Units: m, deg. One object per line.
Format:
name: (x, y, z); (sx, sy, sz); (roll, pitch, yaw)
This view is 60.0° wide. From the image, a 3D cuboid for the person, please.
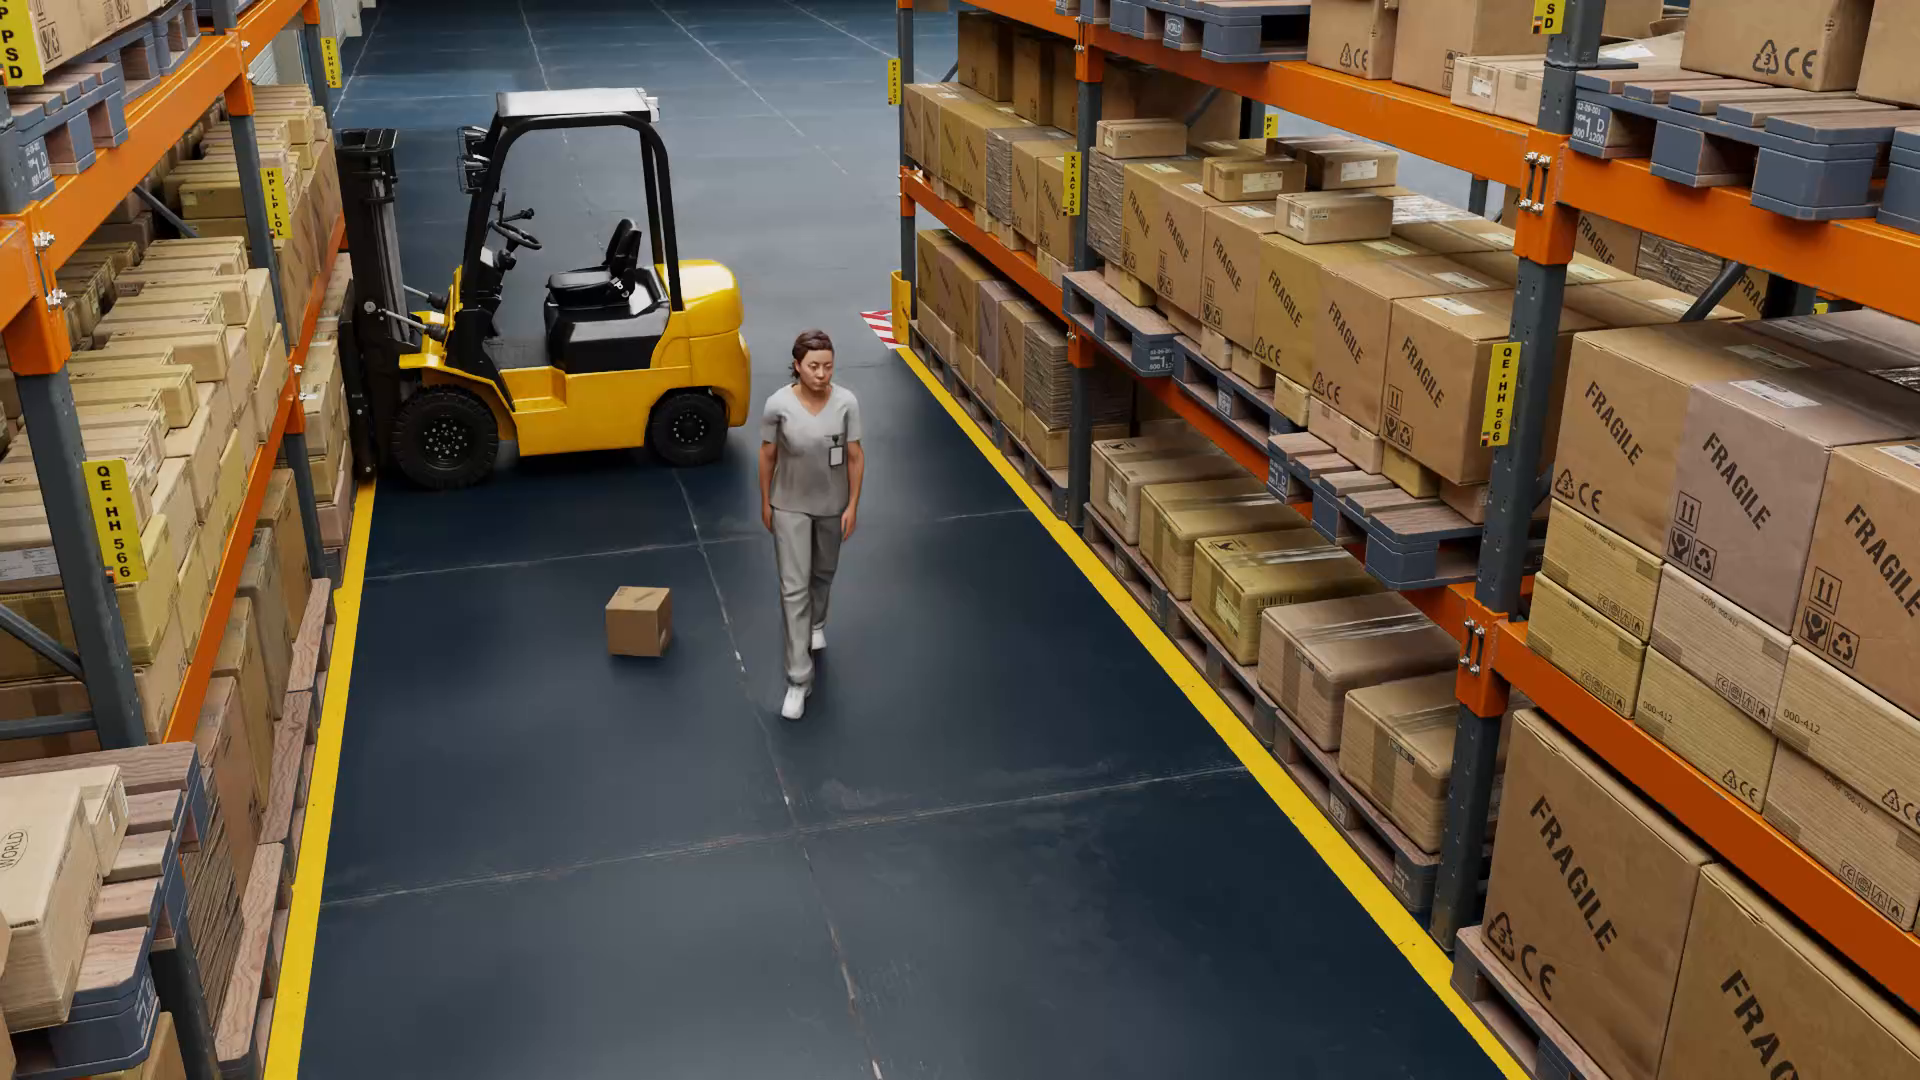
person: (-0.666, -0.135, 7.412); (0.503, 1.616, 0.888); (-7, 24, -16)
